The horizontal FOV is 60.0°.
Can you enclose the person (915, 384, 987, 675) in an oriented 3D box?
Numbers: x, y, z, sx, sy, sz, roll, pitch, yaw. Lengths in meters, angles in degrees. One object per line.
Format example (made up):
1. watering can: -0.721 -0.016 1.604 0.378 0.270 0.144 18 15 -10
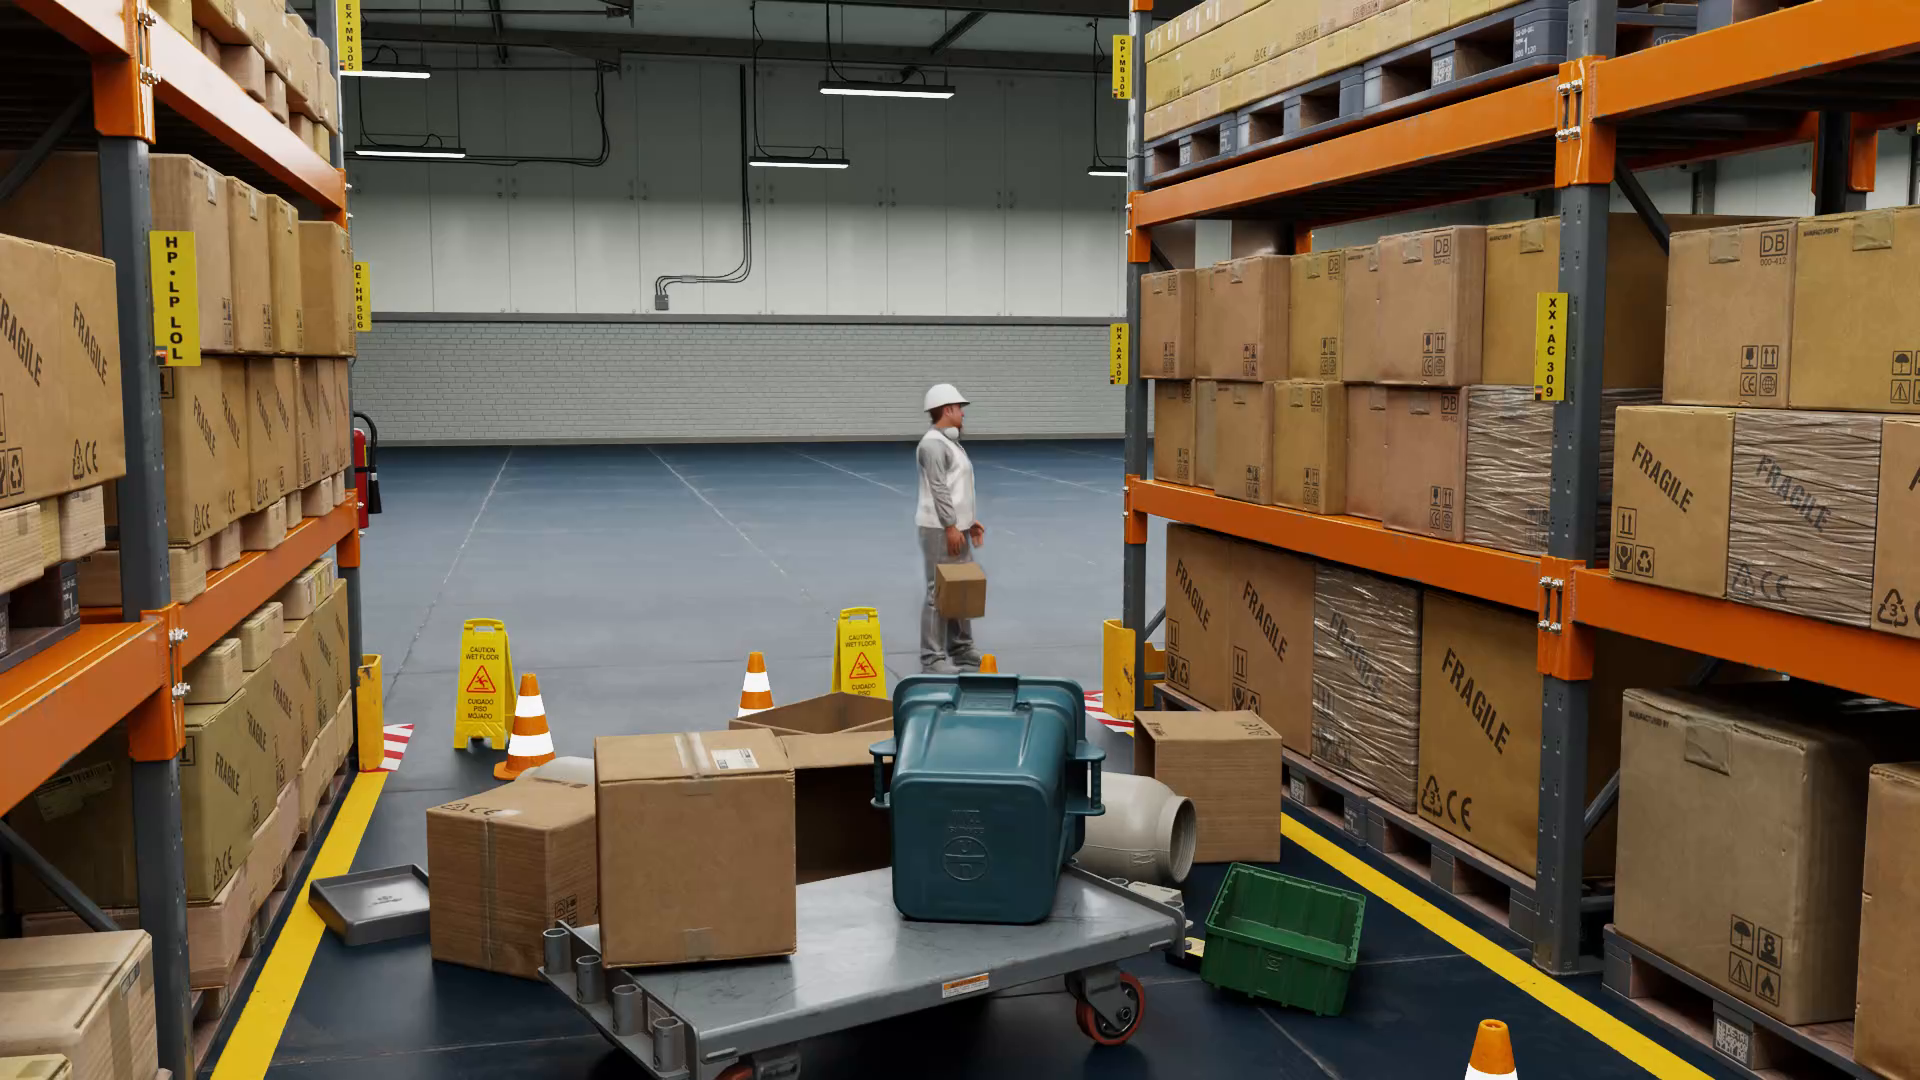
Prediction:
1. person: -0.037 -0.065 10.266 0.486 1.771 0.583 1 6 12
